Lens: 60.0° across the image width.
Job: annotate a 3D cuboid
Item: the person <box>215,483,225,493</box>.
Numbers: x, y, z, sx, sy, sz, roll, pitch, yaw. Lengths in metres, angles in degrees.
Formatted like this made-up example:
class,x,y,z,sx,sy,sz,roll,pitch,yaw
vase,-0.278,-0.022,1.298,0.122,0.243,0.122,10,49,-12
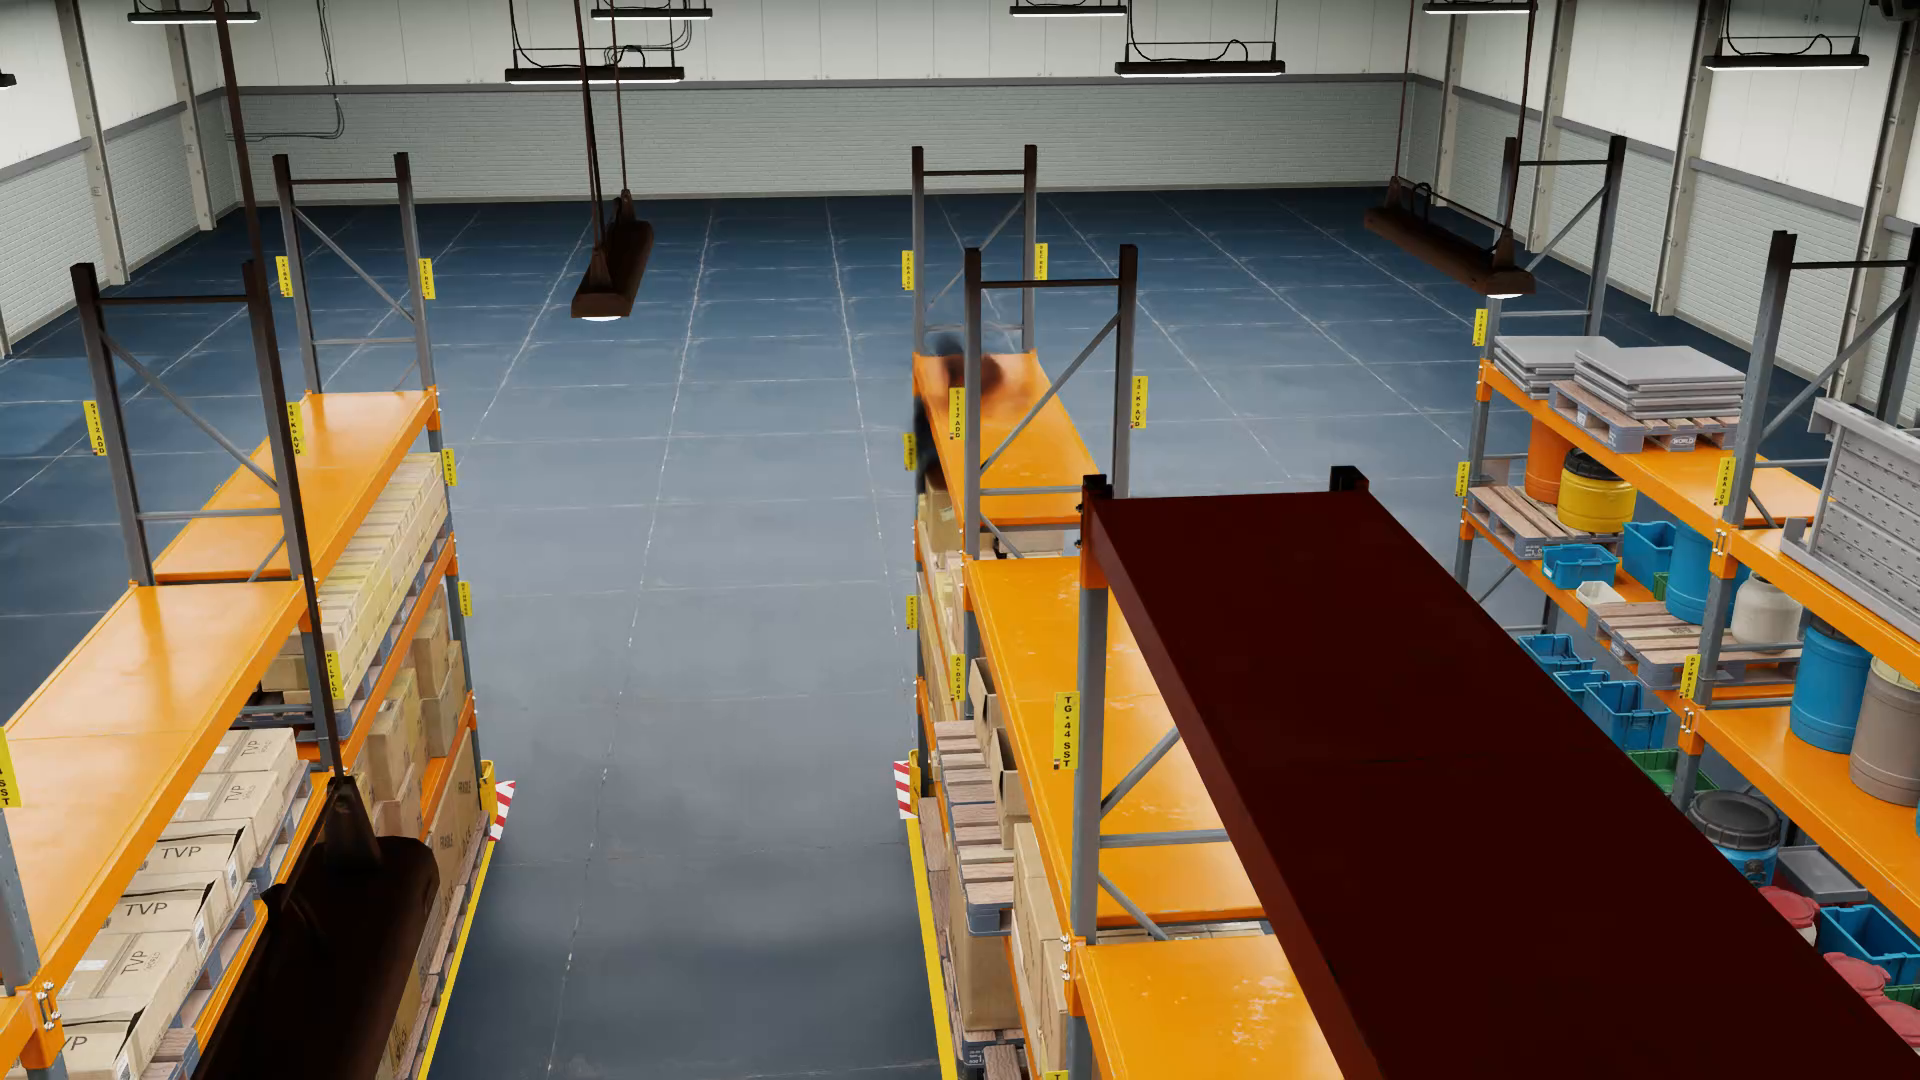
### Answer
class,x,y,z,sx,sy,sz,roll,pitch,yaw
person,-8.168,0.194,18.780,0.696,1.809,0.674,15,26,33
